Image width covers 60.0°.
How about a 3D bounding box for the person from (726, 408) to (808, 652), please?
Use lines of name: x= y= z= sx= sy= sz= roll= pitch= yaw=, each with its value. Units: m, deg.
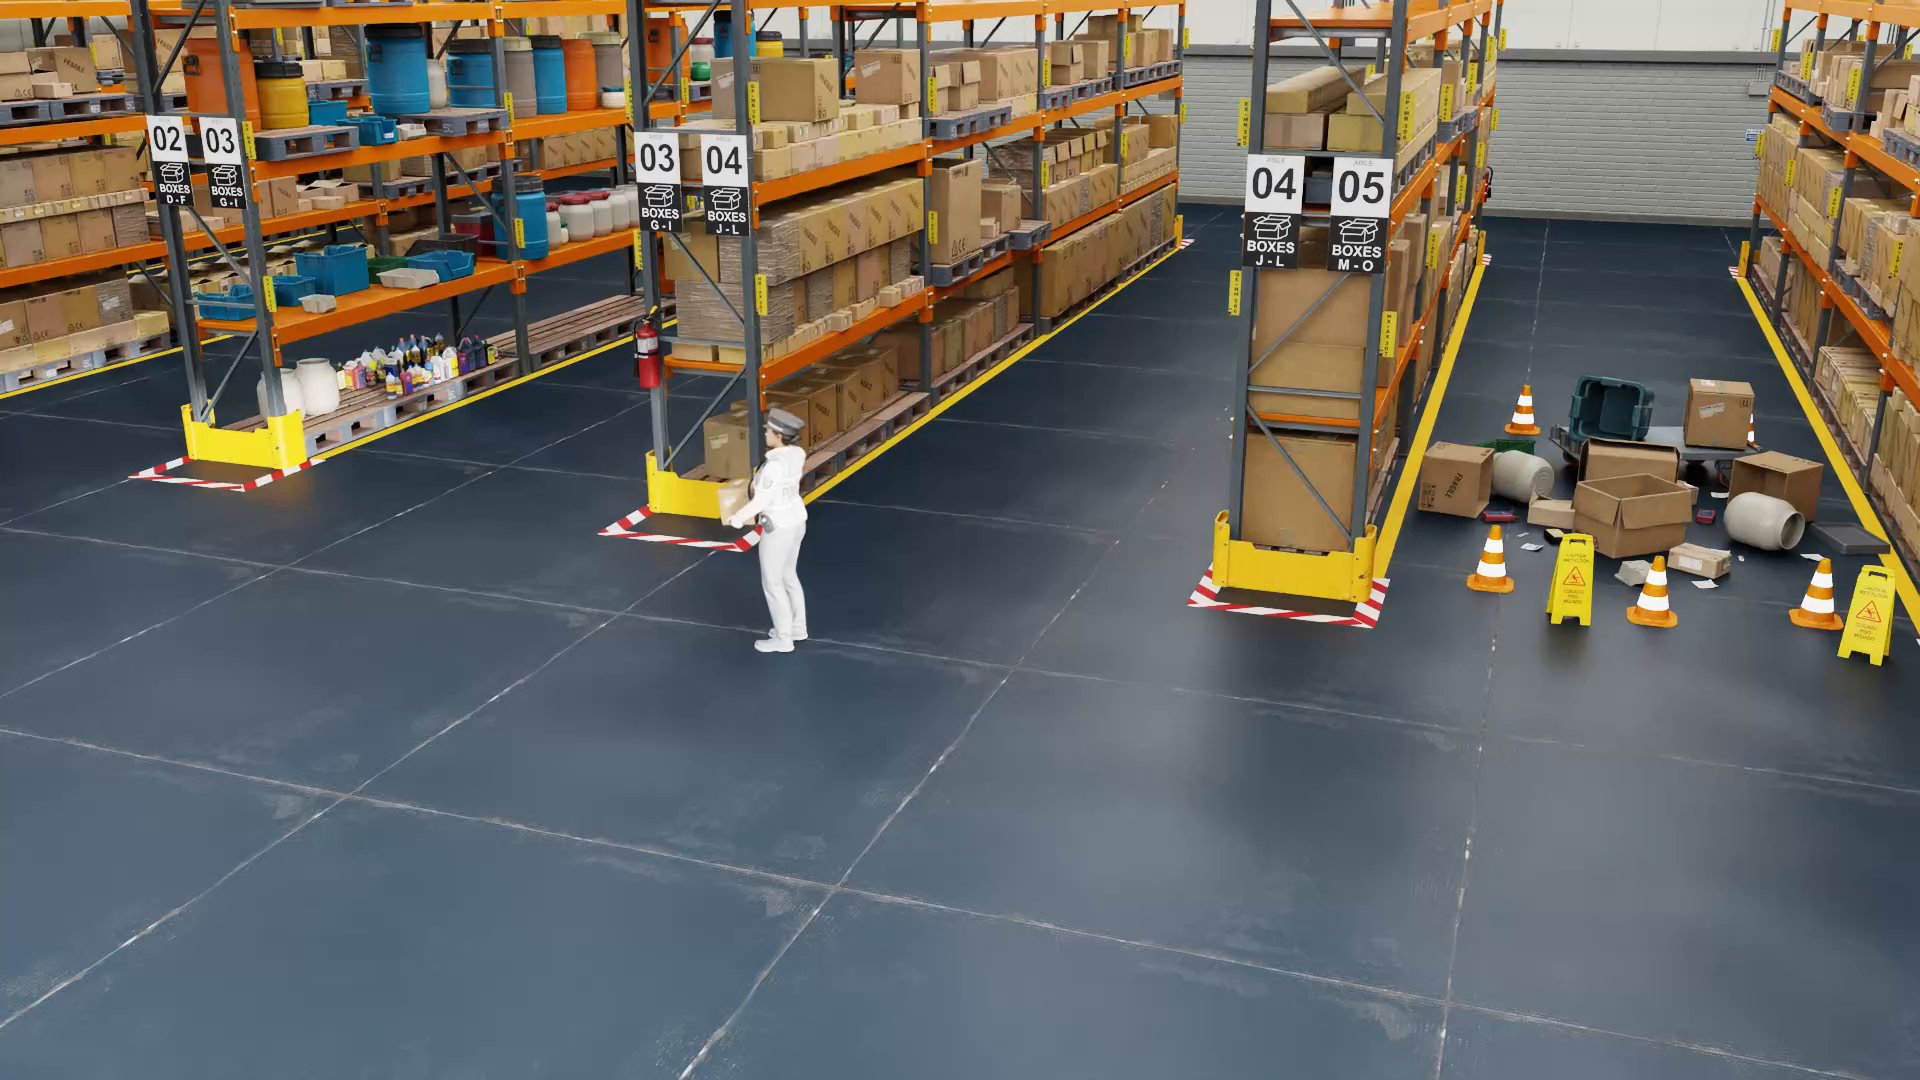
person: x=-1.282 y=-0.084 z=11.276 sx=0.536 sy=1.689 sz=0.460 roll=7 pitch=20 yaw=19
